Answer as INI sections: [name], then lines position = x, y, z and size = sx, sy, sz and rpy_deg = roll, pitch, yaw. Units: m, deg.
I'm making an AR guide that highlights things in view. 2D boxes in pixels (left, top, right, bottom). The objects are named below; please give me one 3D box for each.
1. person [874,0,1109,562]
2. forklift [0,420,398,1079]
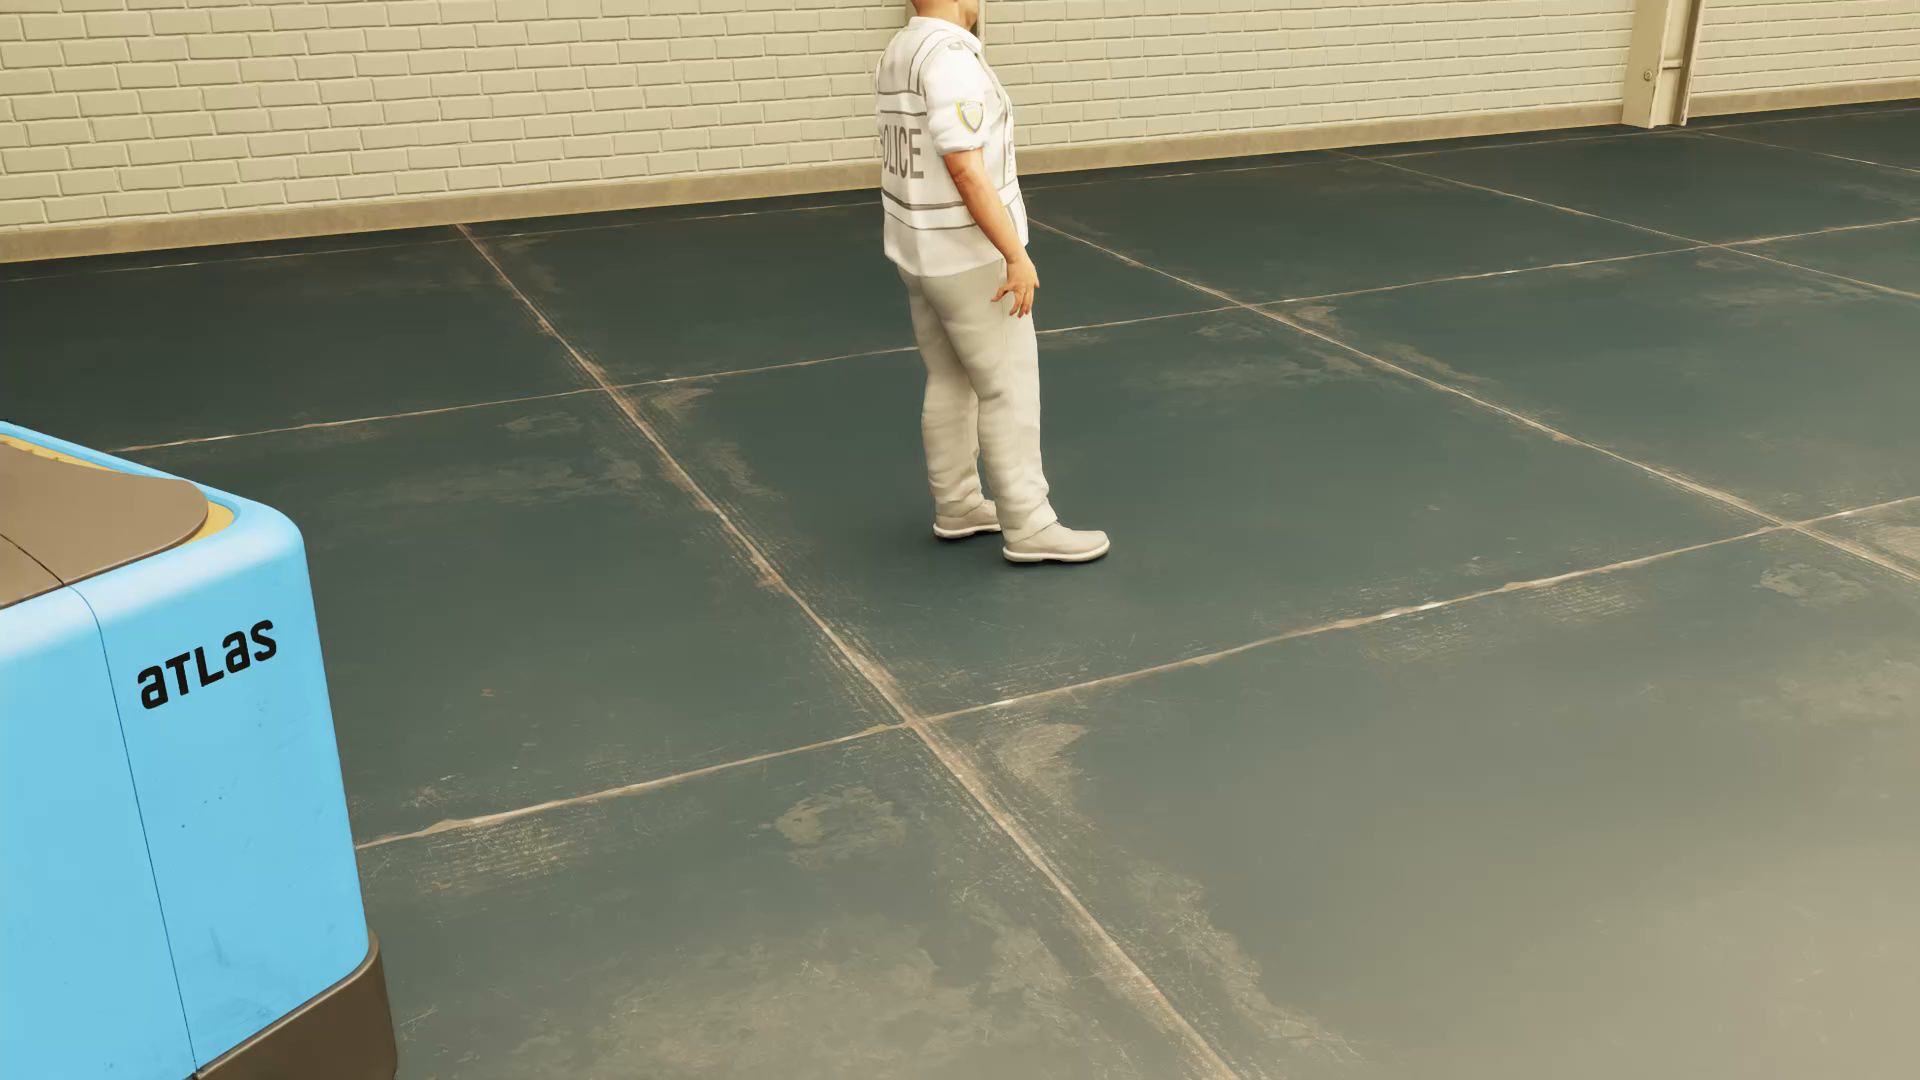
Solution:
[person]
position = 0.075, -0.838, 4.782
size = 0.575, 1.781, 0.640
rpy_deg = -10, 25, -23
[forklift]
position = -2.169, -0.030, 1.359
size = 1.130, 2.935, 3.031
rpy_deg = 14, 26, 30
